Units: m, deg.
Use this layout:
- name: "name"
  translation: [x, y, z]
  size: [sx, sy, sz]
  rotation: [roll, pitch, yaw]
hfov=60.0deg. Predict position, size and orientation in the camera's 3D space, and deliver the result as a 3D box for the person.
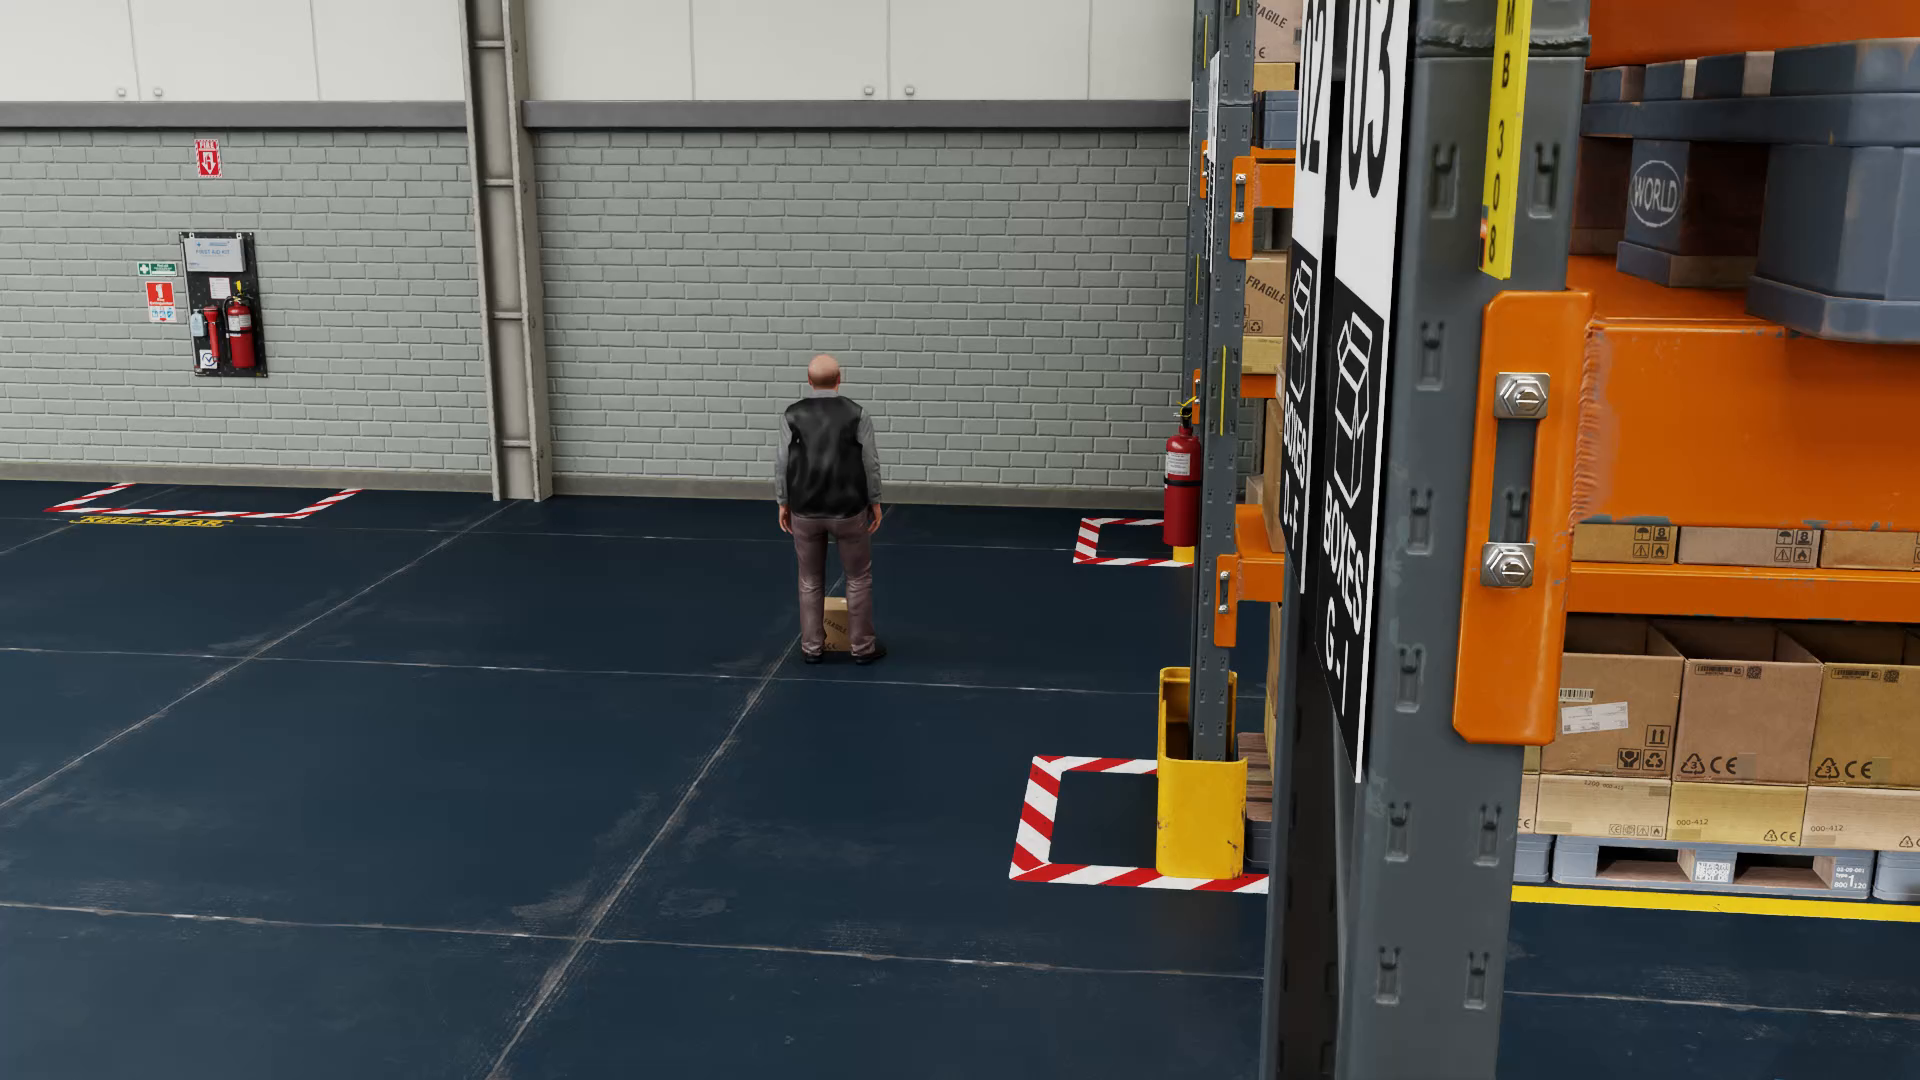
- name: "person"
  translation: [-0.722, -0.157, 9.174]
  size: [0.594, 1.721, 0.418]
  rotation: [1, 14, 3]
